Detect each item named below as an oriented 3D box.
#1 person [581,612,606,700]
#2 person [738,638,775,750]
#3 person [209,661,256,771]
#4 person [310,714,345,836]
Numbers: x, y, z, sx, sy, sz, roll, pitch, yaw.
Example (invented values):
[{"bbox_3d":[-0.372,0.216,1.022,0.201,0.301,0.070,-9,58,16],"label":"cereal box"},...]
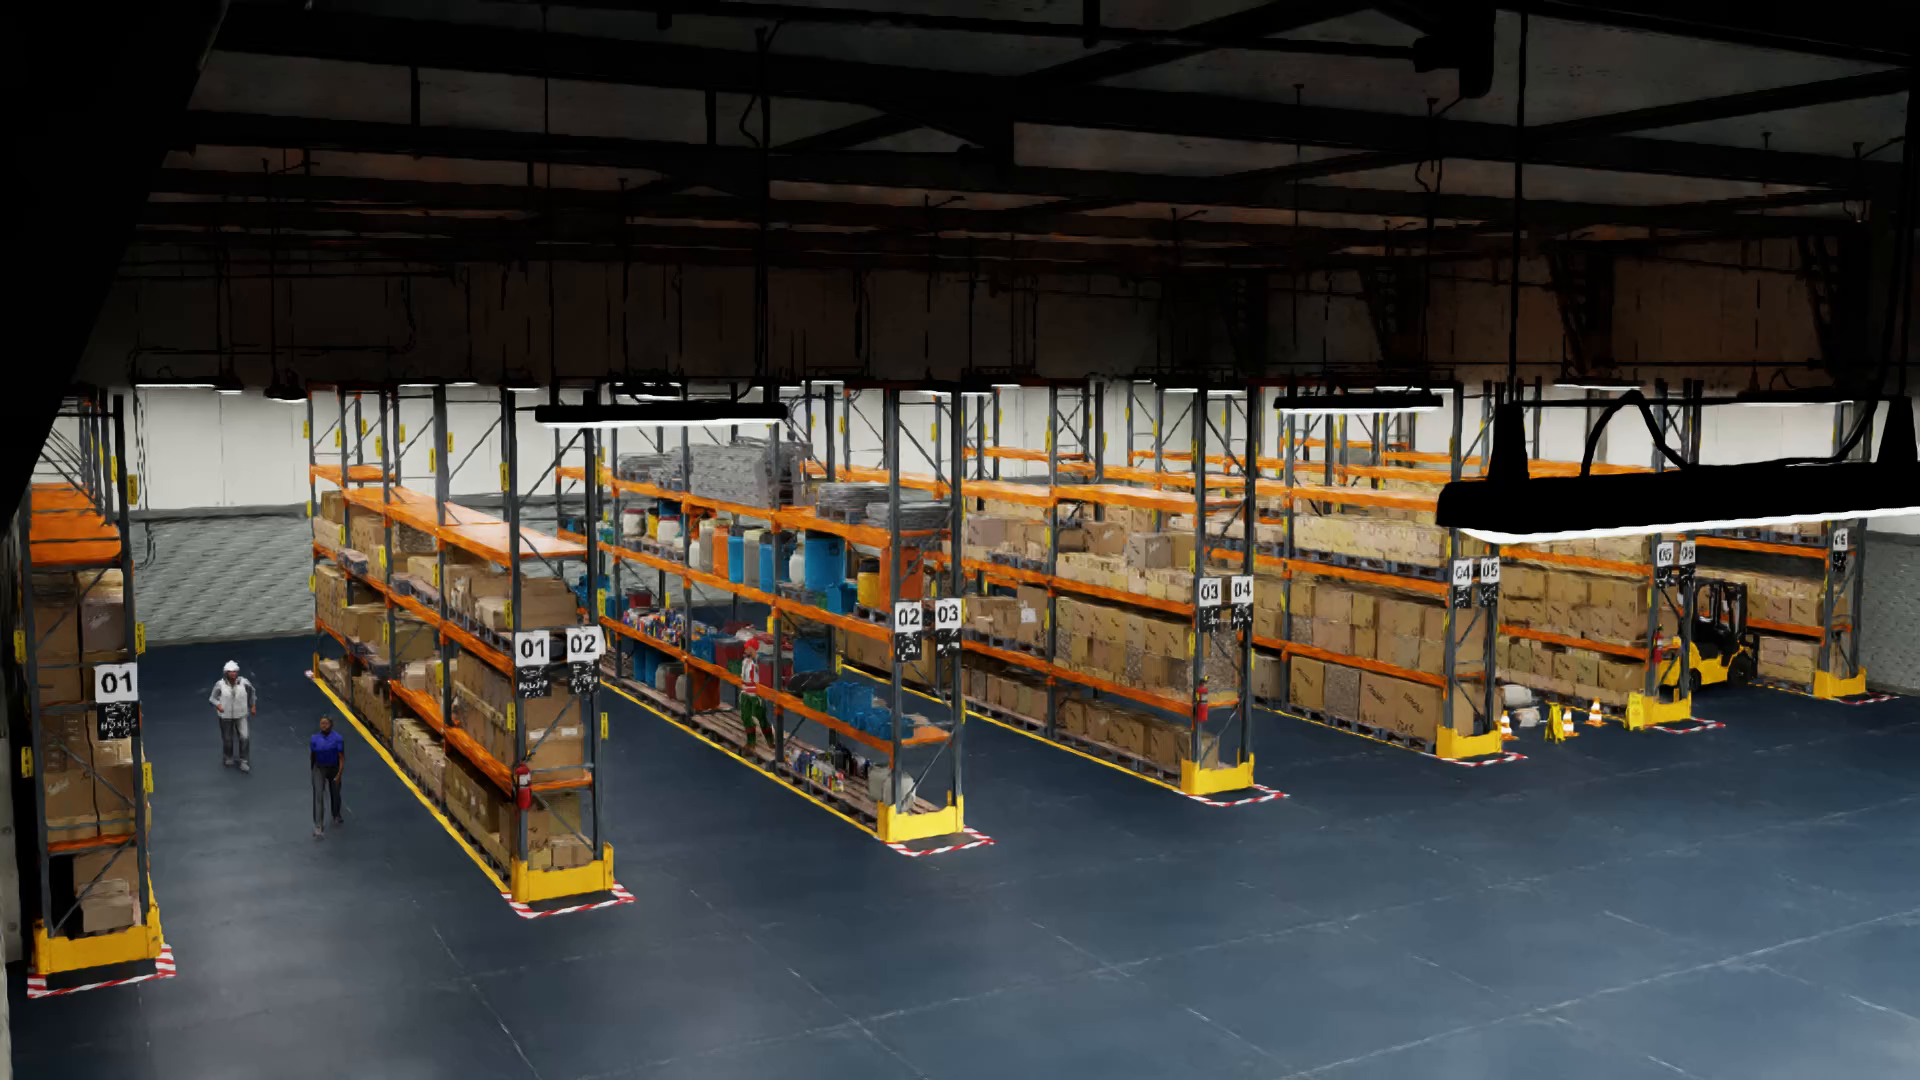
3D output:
[{"bbox_3d":[-6.974,2.181,30.999,0.729,1.733,0.546,-4,7,-30],"label":"person"},{"bbox_3d":[-3.252,2.439,26.432,0.643,1.783,0.546,6,8,44],"label":"person"},{"bbox_3d":[-11.357,2.718,25.997,0.680,1.709,0.866,-3,7,-24],"label":"person"},{"bbox_3d":[-8.545,3.144,22.493,0.443,1.573,0.968,-2,6,-20],"label":"person"}]
